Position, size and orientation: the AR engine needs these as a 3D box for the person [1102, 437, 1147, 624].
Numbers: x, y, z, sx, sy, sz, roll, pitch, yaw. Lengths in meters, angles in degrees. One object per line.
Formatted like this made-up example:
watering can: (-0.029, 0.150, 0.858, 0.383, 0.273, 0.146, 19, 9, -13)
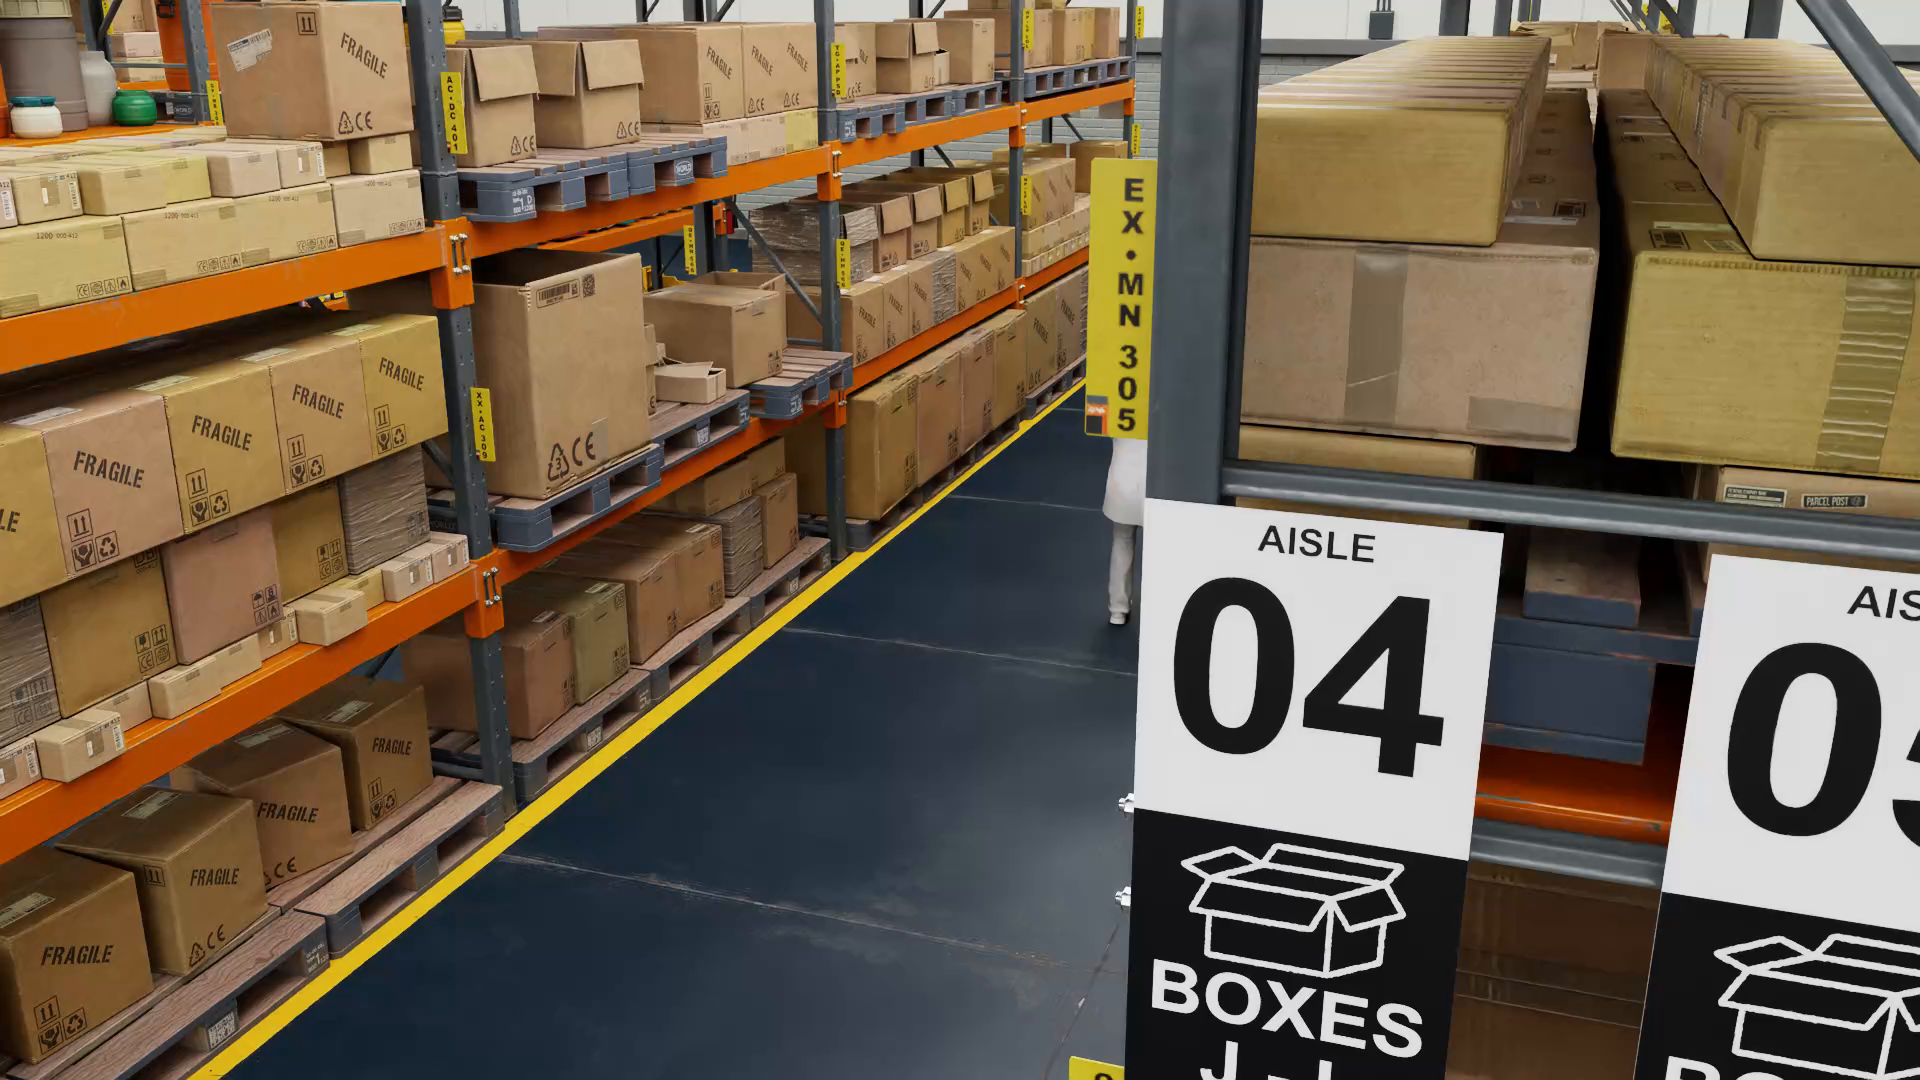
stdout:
person: (1.149, -0.367, 10.199, 0.528, 1.772, 0.560, 7, 20, 19)
